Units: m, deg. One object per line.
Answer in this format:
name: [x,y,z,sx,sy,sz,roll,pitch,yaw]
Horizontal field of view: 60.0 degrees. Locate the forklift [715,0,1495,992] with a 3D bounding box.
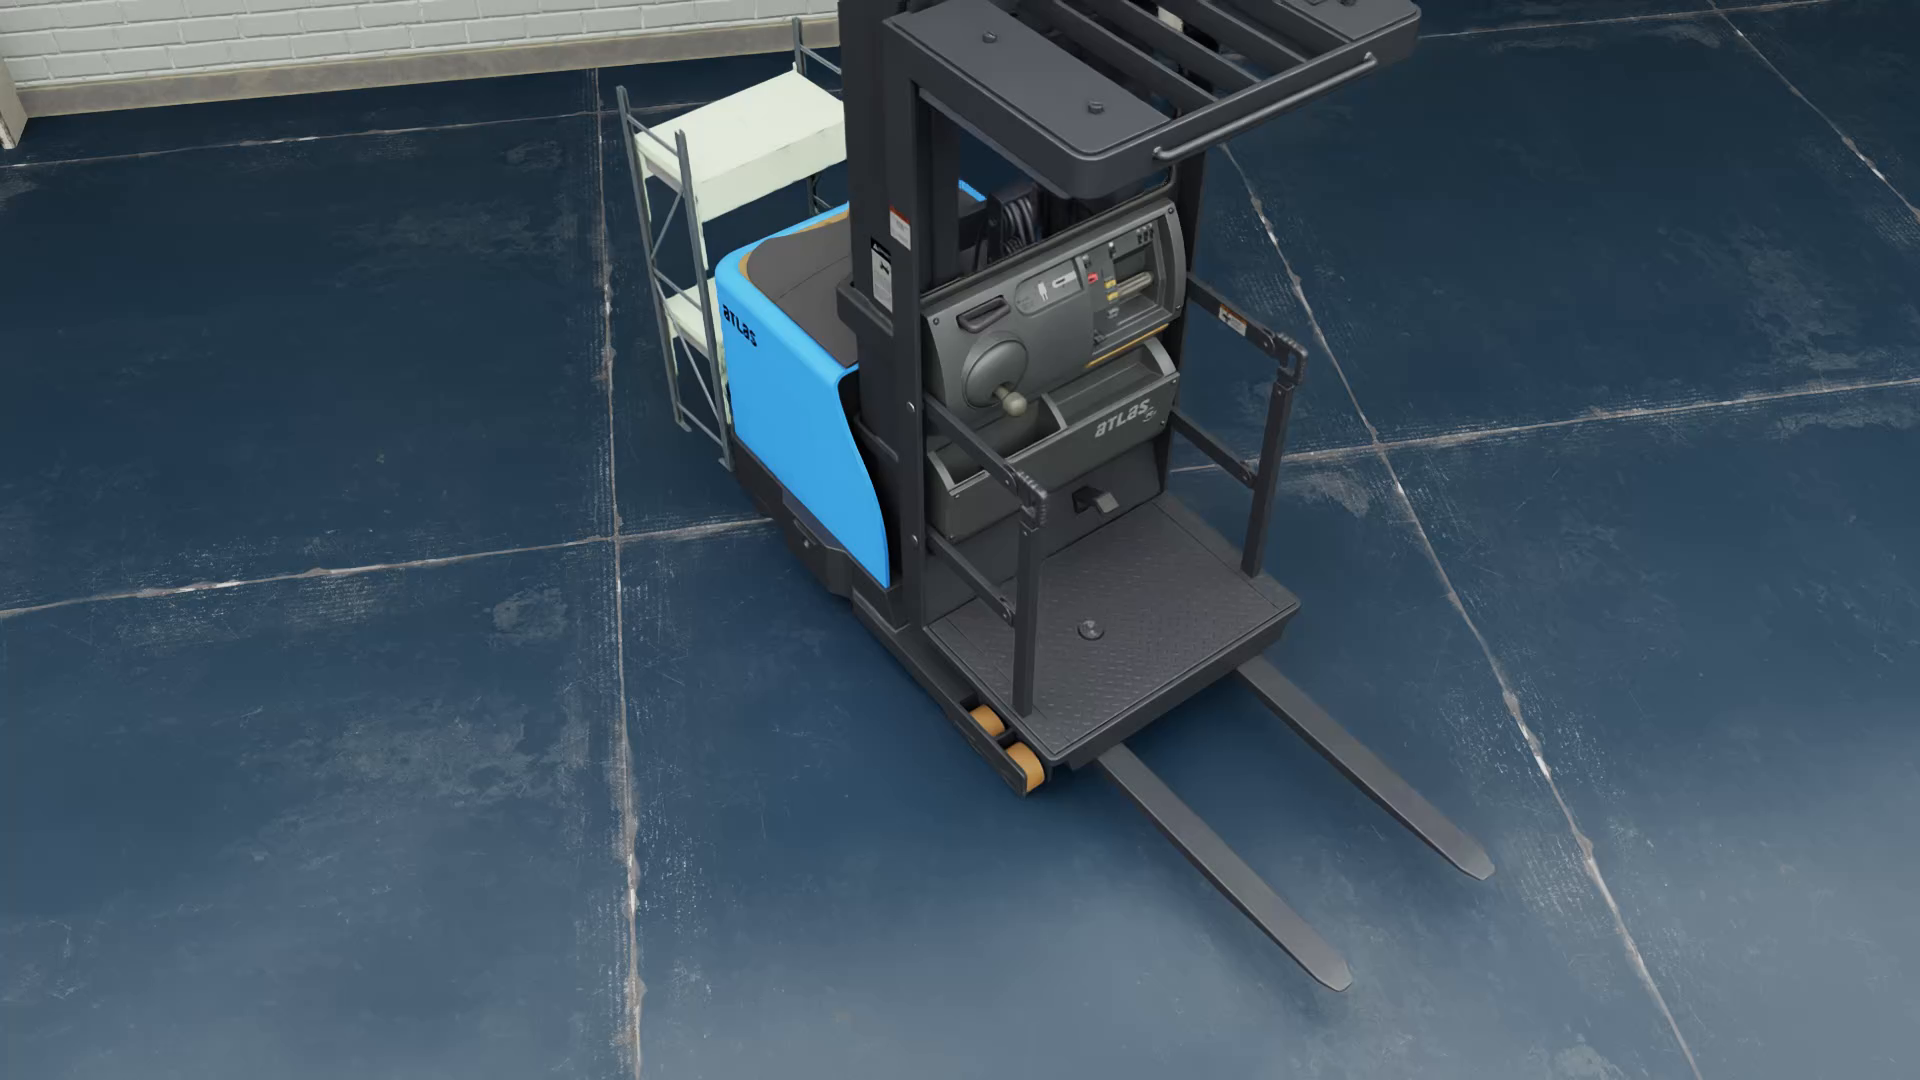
forklift: [0.429,-0.596,4.789,1.130,2.935,3.031,-29,52,-25]

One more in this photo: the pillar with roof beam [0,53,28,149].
pillar with roof beam: [-4.081,-2.060,1.986,0.400,9.000,9.100,-7,46,-7]

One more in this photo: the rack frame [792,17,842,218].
rack frame: [-0.459,-1.241,6.397,0.023,1.500,0.400,-31,52,-26]

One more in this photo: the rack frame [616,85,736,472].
rack frame: [-1.024,-0.906,6.074,0.023,1.500,0.400,-31,52,-26]

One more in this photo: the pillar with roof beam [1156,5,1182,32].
pillar with roof beam: [1.832,-2.796,2.695,0.400,9.000,9.100,-7,46,-7]

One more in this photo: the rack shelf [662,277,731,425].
rack shelf: [-0.737,-0.843,6.466,0.720,0.370,0.431,-31,52,-26]

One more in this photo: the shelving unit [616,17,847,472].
shelving unit: [-0.742,-1.074,6.236,0.755,1.500,0.431,-31,52,-26]

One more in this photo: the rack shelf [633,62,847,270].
rack shelf: [-0.747,-1.349,5.959,0.720,0.370,0.431,-31,52,-26]
